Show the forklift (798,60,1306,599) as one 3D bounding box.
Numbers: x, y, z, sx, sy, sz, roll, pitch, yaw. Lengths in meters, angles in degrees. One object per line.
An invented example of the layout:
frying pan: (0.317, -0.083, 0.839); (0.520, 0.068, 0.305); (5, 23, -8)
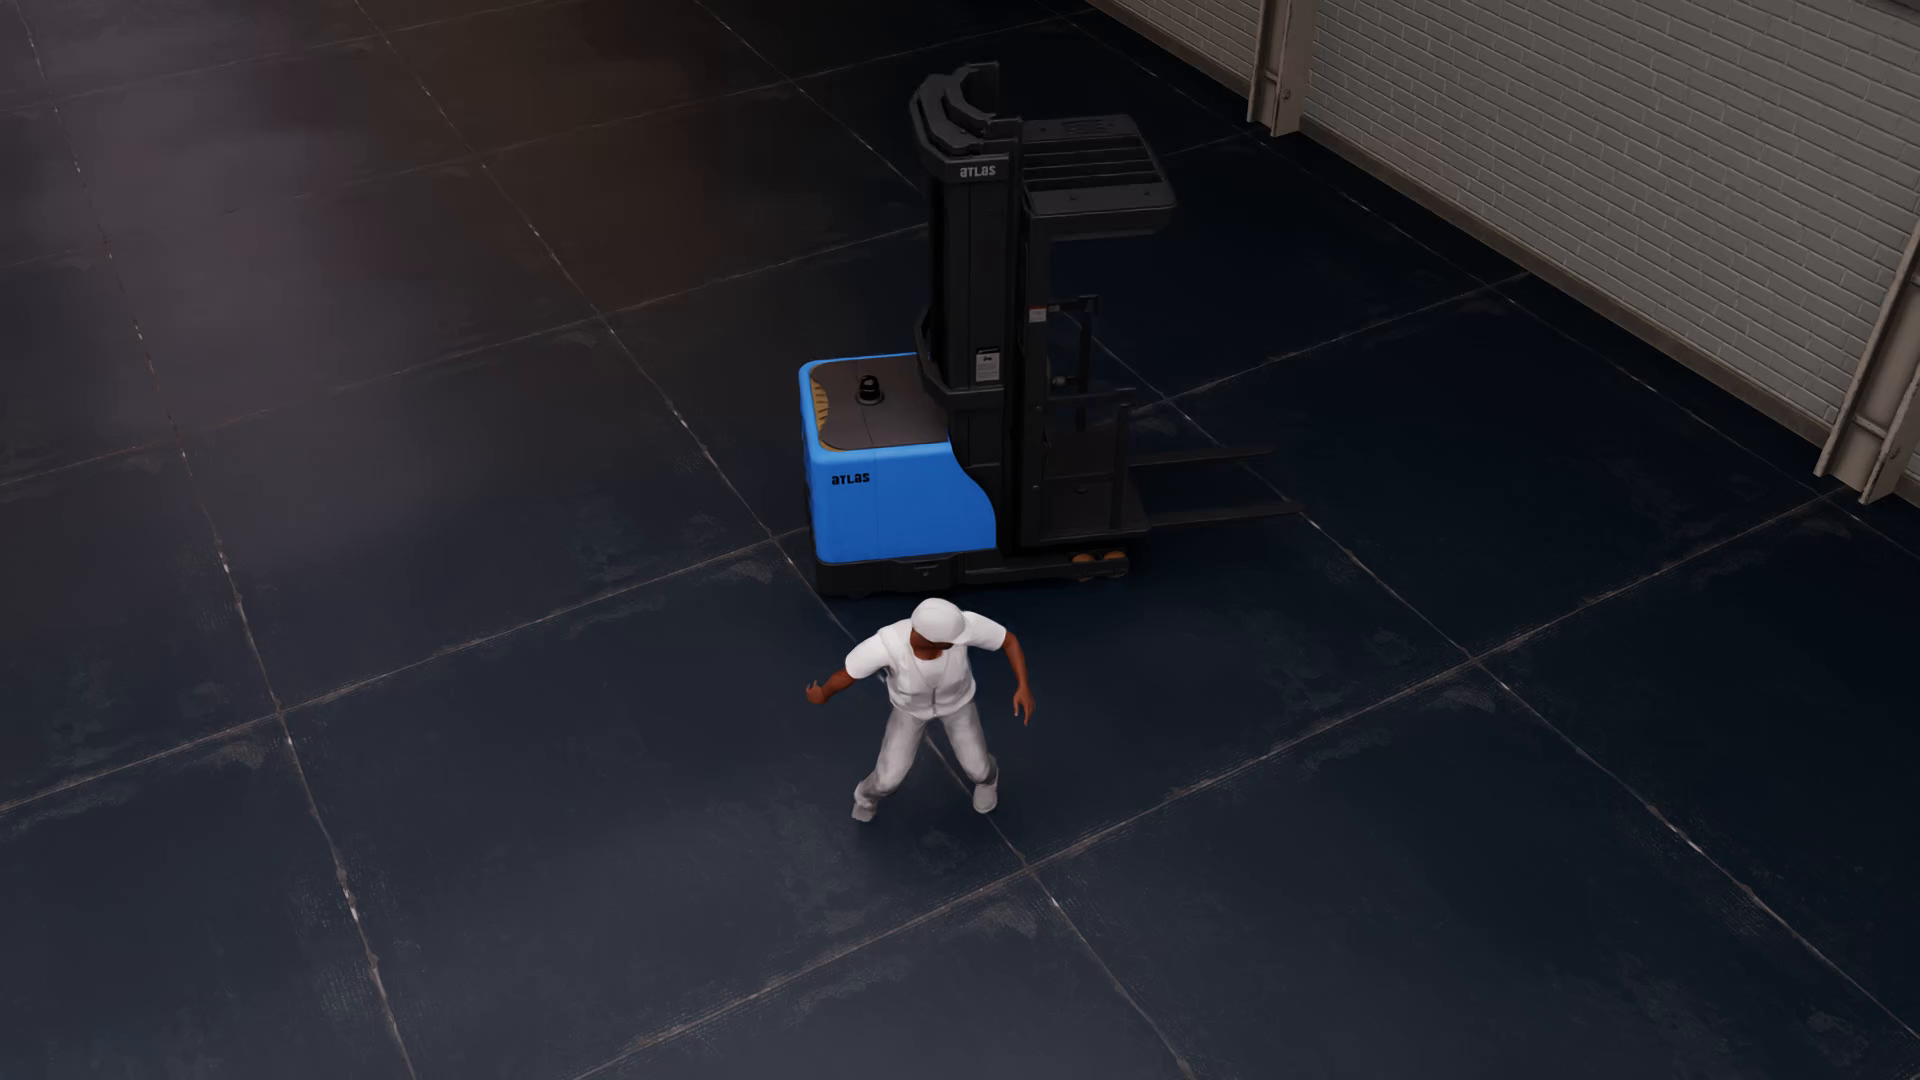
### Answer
forklift: (0.581, -1.210, 9.495); (3.031, 2.935, 1.130); (-6, 40, -7)

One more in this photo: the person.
person: (-0.198, 0.846, 8.135); (1.074, 1.683, 0.537); (-6, 40, -7)
